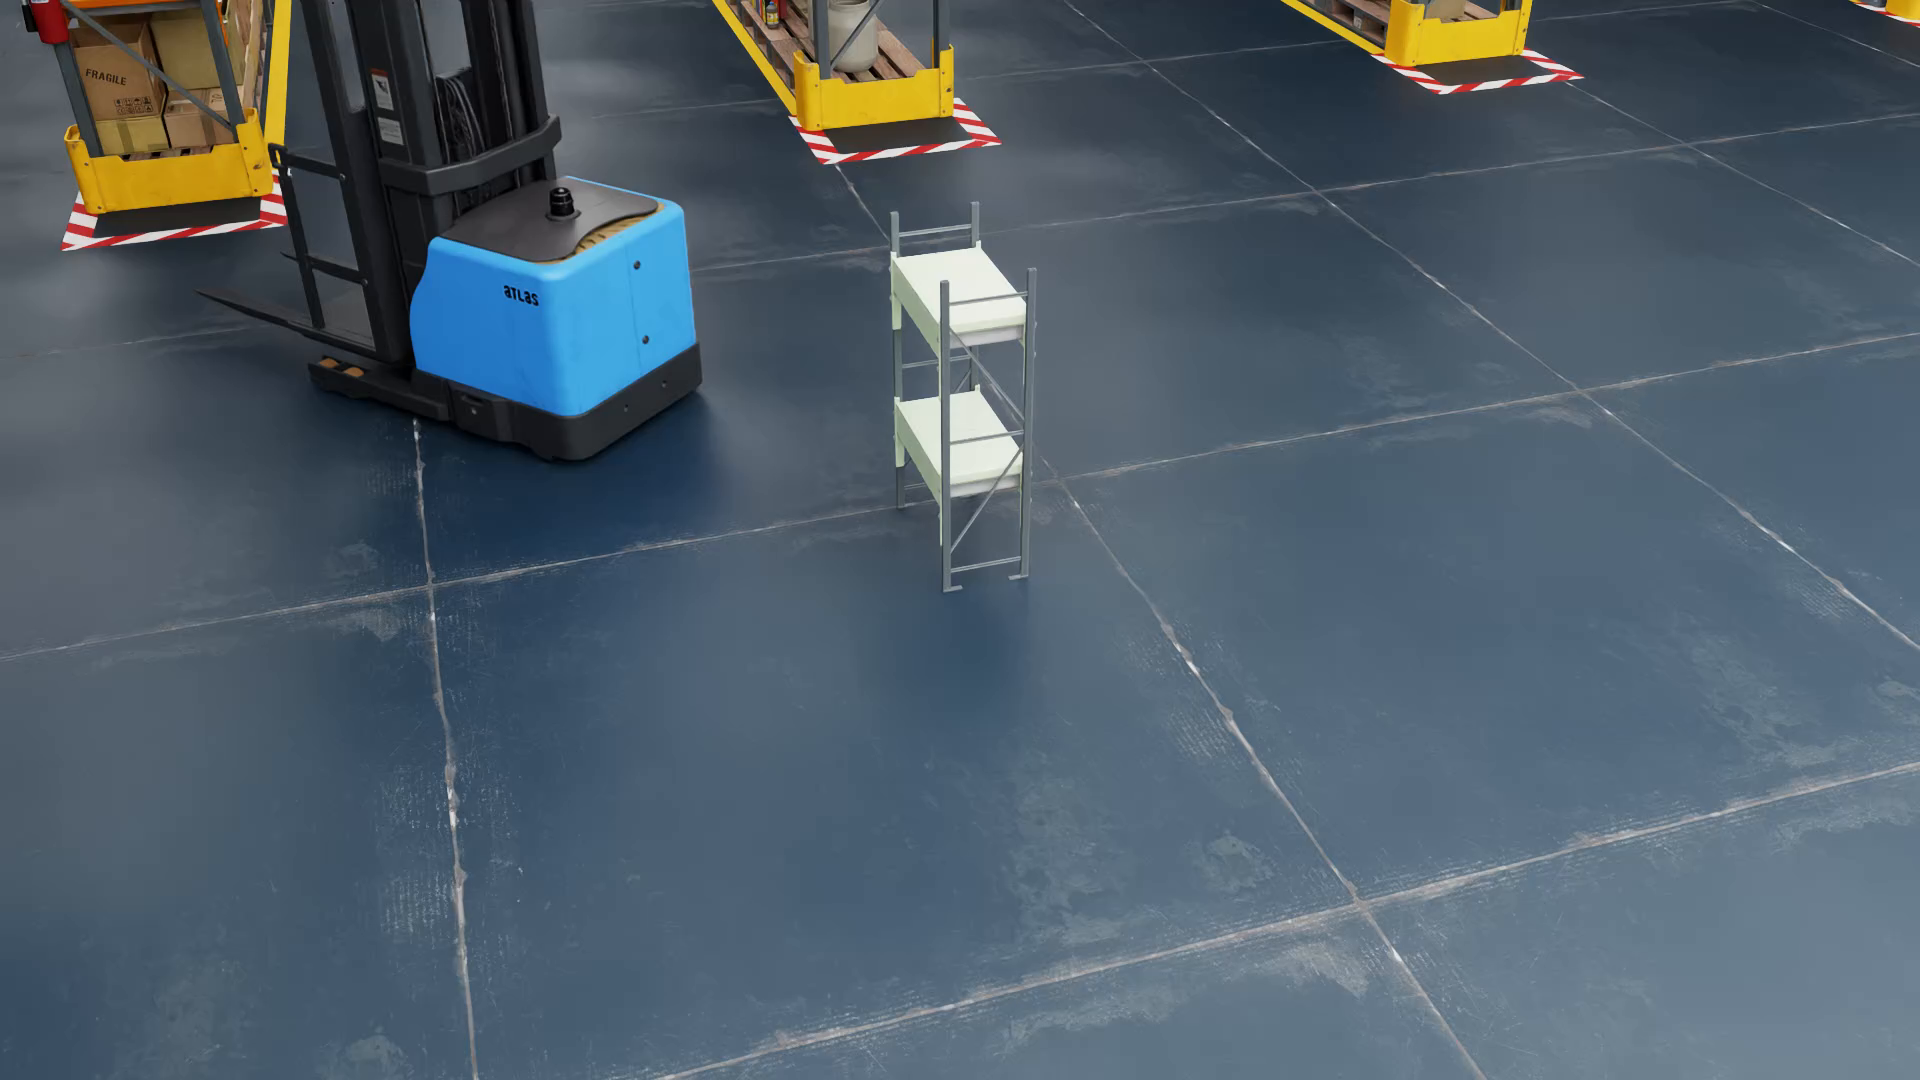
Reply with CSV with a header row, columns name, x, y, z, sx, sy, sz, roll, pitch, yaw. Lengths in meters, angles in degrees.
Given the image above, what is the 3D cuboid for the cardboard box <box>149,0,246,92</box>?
name,x,y,z,sx,sy,sz,roll,pitch,yaw
cardboard box,-5.397,-3.525,11.797,0.500,0.500,0.500,-10,35,-15

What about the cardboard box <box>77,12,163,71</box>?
name,x,y,z,sx,sy,sz,roll,pitch,yaw
cardboard box,-6.057,-3.698,12.059,0.500,0.500,0.500,-10,35,-15

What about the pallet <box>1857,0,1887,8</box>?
name,x,y,z,sx,sy,sz,roll,pitch,yaw
pallet,8.581,-5.292,15.567,1.003,0.211,1.213,-10,35,-15

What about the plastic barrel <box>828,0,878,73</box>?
name,x,y,z,sx,sy,sz,roll,pitch,yaw
plastic barrel,-0.846,-3.904,12.813,0.421,0.512,0.421,0,33,0

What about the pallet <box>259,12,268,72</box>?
name,x,y,z,sx,sy,sz,roll,pitch,yaw
pallet,-6.308,-4.116,13.787,1.003,0.211,1.213,-10,35,-15

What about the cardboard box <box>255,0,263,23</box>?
name,x,y,z,sx,sy,sz,roll,pitch,yaw
cardboard box,-6.161,-4.525,13.990,0.500,0.250,0.500,-10,35,-15

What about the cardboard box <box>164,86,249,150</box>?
name,x,y,z,sx,sy,sz,roll,pitch,yaw
cardboard box,-5.242,-2.950,11.607,0.500,0.250,0.500,-10,35,-15

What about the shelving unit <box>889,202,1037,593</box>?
name,x,y,z,sx,sy,sz,roll,pitch,yaw
shelving unit,0.002,-0.622,7.331,0.431,1.500,0.755,-10,35,-15

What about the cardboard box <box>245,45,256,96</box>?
name,x,y,z,sx,sy,sz,roll,pitch,yaw
cardboard box,-5.551,-3.475,12.401,0.500,0.250,0.500,-10,35,-15

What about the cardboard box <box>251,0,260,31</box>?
name,x,y,z,sx,sy,sz,roll,pitch,yaw
cardboard box,-6.018,-4.261,13.590,0.500,0.250,0.500,-10,35,-15

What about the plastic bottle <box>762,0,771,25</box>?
name,x,y,z,sx,sy,sz,roll,pitch,yaw
plastic bottle,-1.603,-4.433,13.803,0.061,0.283,0.133,-9,35,-14

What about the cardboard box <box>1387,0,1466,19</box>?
name,x,y,z,sx,sy,sz,roll,pitch,yaw
cardboard box,3.970,-4.730,14.074,0.500,0.500,0.500,-4,34,-6

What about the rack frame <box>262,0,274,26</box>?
name,x,y,z,sx,sy,sz,roll,pitch,yaw
rack frame,-6.511,-5.703,13.660,1.000,3.000,0.127,-10,35,-15

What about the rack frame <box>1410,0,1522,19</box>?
name,x,y,z,sx,sy,sz,roll,pitch,yaw
rack frame,4.145,-5.267,13.000,1.000,3.000,0.127,-10,35,-15

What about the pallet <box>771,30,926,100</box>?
name,x,y,z,sx,sy,sz,roll,pitch,yaw
pallet,-0.883,-3.730,13.204,1.003,0.211,1.213,-10,35,-15

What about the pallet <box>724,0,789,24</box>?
name,x,y,z,sx,sy,sz,roll,pitch,yaw
pallet,-1.627,-5.011,15.143,1.003,0.211,1.213,-10,35,-15

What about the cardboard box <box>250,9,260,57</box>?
name,x,y,z,sx,sy,sz,roll,pitch,yaw
cardboard box,-5.852,-4.001,13.197,0.500,0.250,0.500,-10,35,-15

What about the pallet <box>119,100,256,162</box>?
name,x,y,z,sx,sy,sz,roll,pitch,yaw
pallet,-5.564,-2.834,11.848,1.003,0.211,1.213,-10,35,-15

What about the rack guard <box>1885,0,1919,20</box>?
name,x,y,z,sx,sy,sz,roll,pitch,yaw
rack guard,8.906,-4.993,14.852,1.175,0.500,0.348,-10,35,-15

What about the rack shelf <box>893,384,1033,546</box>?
name,x,y,z,sx,sy,sz,roll,pitch,yaw
rack shelf,0.002,-0.350,7.511,0.431,0.370,0.720,-10,35,-15

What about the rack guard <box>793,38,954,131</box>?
name,x,y,z,sx,sy,sz,roll,pitch,yaw
rack guard,-0.640,-3.423,12.477,1.175,0.500,0.348,-10,35,-15

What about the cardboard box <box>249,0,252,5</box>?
name,x,y,z,sx,sy,sz,roll,pitch,yaw
cardboard box,-6.020,-4.573,13.383,0.500,0.500,0.500,-10,35,-15

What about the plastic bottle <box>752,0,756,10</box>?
name,x,y,z,sx,sy,sz,roll,pitch,yaw
plastic bottle,-1.697,-4.699,14.145,0.144,0.351,0.185,-9,34,-13

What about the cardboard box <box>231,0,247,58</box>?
name,x,y,z,sx,sy,sz,roll,pitch,yaw
cardboard box,-5.562,-3.786,12.191,0.500,0.500,0.500,-10,35,-15

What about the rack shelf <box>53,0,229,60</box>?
name,x,y,z,sx,sy,sz,roll,pitch,yaw
rack shelf,-5.901,-4.353,12.270,1.077,0.370,4.000,-10,35,-15

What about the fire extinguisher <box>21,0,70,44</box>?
name,x,y,z,sx,sy,sz,roll,pitch,yaw
fire extinguisher,-5.697,-3.431,10.291,0.296,0.674,0.183,-10,35,-15

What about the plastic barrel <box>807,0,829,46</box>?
name,x,y,z,sx,sy,sz,roll,pitch,yaw
plastic barrel,-0.999,-4.167,13.212,0.421,0.512,0.421,0,33,0

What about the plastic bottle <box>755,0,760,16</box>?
name,x,y,z,sx,sy,sz,roll,pitch,yaw
plastic bottle,-1.643,-4.582,14.035,0.152,0.276,0.135,-11,35,-16

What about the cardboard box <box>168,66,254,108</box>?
name,x,y,z,sx,sy,sz,roll,pitch,yaw
cardboard box,-5.398,-3.212,12.004,0.500,0.250,0.500,-10,35,-15

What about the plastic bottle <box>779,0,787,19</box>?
name,x,y,z,sx,sy,sz,roll,pitch,yaw
plastic bottle,-1.500,-4.530,13.950,0.061,0.283,0.133,-10,35,-15

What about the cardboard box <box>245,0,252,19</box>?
name,x,y,z,sx,sy,sz,roll,pitch,yaw
cardboard box,-5.864,-4.311,12.987,0.500,0.500,0.500,-10,35,-15

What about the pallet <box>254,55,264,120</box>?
name,x,y,z,sx,sy,sz,roll,pitch,yaw
pallet,-5.932,-3.474,12.816,1.003,0.211,1.213,-10,35,-15

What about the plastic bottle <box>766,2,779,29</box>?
name,x,y,z,sx,sy,sz,roll,pitch,yaw
plastic bottle,-1.550,-4.341,13.738,0.097,0.201,0.097,0,33,0

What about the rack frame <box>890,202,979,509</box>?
name,x,y,z,sx,sy,sz,roll,pitch,yaw
rack frame,-0.110,-0.814,7.622,0.400,1.500,0.023,-10,35,-15

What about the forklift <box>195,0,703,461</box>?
name,x,y,z,sx,sy,sz,roll,pitch,yaw
forklift,-2.909,-2.208,8.433,3.031,2.935,1.130,18,37,25

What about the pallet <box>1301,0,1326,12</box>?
name,x,y,z,sx,sy,sz,roll,pitch,yaw
pallet,3.539,-5.216,15.452,1.003,0.211,1.213,-10,35,-15

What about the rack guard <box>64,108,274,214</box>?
name,x,y,z,sx,sy,sz,roll,pitch,yaw
rack guard,-5.283,-2.548,11.152,1.175,0.500,0.348,-10,35,-15

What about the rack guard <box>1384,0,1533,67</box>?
name,x,y,z,sx,sy,sz,roll,pitch,yaw
rack guard,4.121,-4.264,13.750,1.175,0.500,0.348,-10,35,-15

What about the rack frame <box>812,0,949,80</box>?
name,x,y,z,sx,sy,sz,roll,pitch,yaw
rack frame,-0.572,-4.434,11.740,1.000,3.000,0.127,-10,35,-15

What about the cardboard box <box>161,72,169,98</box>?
name,x,y,z,sx,sy,sz,roll,pitch,yaw
cardboard box,-5.900,-3.124,11.870,0.500,0.250,0.500,-10,35,-15

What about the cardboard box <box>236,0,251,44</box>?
name,x,y,z,sx,sy,sz,roll,pitch,yaw
cardboard box,-5.697,-4.051,12.593,0.500,0.500,0.500,-10,35,-15

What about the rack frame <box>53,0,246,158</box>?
name,x,y,z,sx,sy,sz,roll,pitch,yaw
rack frame,-5.291,-3.603,10.482,1.000,3.000,0.127,-10,35,-15

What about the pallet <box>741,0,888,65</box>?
name,x,y,z,sx,sy,sz,roll,pitch,yaw
pallet,-1.251,-4.370,14.172,1.003,0.211,1.213,-10,35,-15

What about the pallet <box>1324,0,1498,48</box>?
name,x,y,z,sx,sy,sz,roll,pitch,yaw
pallet,3.907,-4.576,14.484,1.003,0.211,1.213,-10,35,-15

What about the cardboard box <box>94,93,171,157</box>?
name,x,y,z,sx,sy,sz,roll,pitch,yaw
cardboard box,-5.736,-2.863,11.475,0.500,0.250,0.500,-10,35,-15

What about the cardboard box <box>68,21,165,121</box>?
name,x,y,z,sx,sy,sz,roll,pitch,yaw
cardboard box,-5.738,-3.176,11.268,0.500,0.500,0.500,-10,35,-15

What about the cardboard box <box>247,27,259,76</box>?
name,x,y,z,sx,sy,sz,roll,pitch,yaw
cardboard box,-5.698,-3.738,12.799,0.500,0.250,0.500,-10,35,-15

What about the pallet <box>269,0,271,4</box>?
name,x,y,z,sx,sy,sz,roll,pitch,yaw
pallet,-6.773,-4.920,15.005,1.003,0.211,1.213,-10,35,-15

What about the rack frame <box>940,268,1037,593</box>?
name,x,y,z,sx,sy,sz,roll,pitch,yaw
rack frame,0.114,-0.430,7.040,0.400,1.500,0.023,-10,35,-15

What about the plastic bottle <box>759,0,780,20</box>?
name,x,y,z,sx,sy,sz,roll,pitch,yaw
plastic bottle,-1.601,-4.509,13.924,0.152,0.276,0.135,-10,35,-14

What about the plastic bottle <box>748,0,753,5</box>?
name,x,y,z,sx,sy,sz,roll,pitch,yaw
plastic bottle,-1.754,-4.797,14.292,0.144,0.351,0.185,-10,35,-15

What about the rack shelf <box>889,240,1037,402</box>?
name,x,y,z,sx,sy,sz,roll,pitch,yaw
rack shelf,0.002,-0.948,7.116,0.431,0.370,0.720,-10,35,-15
